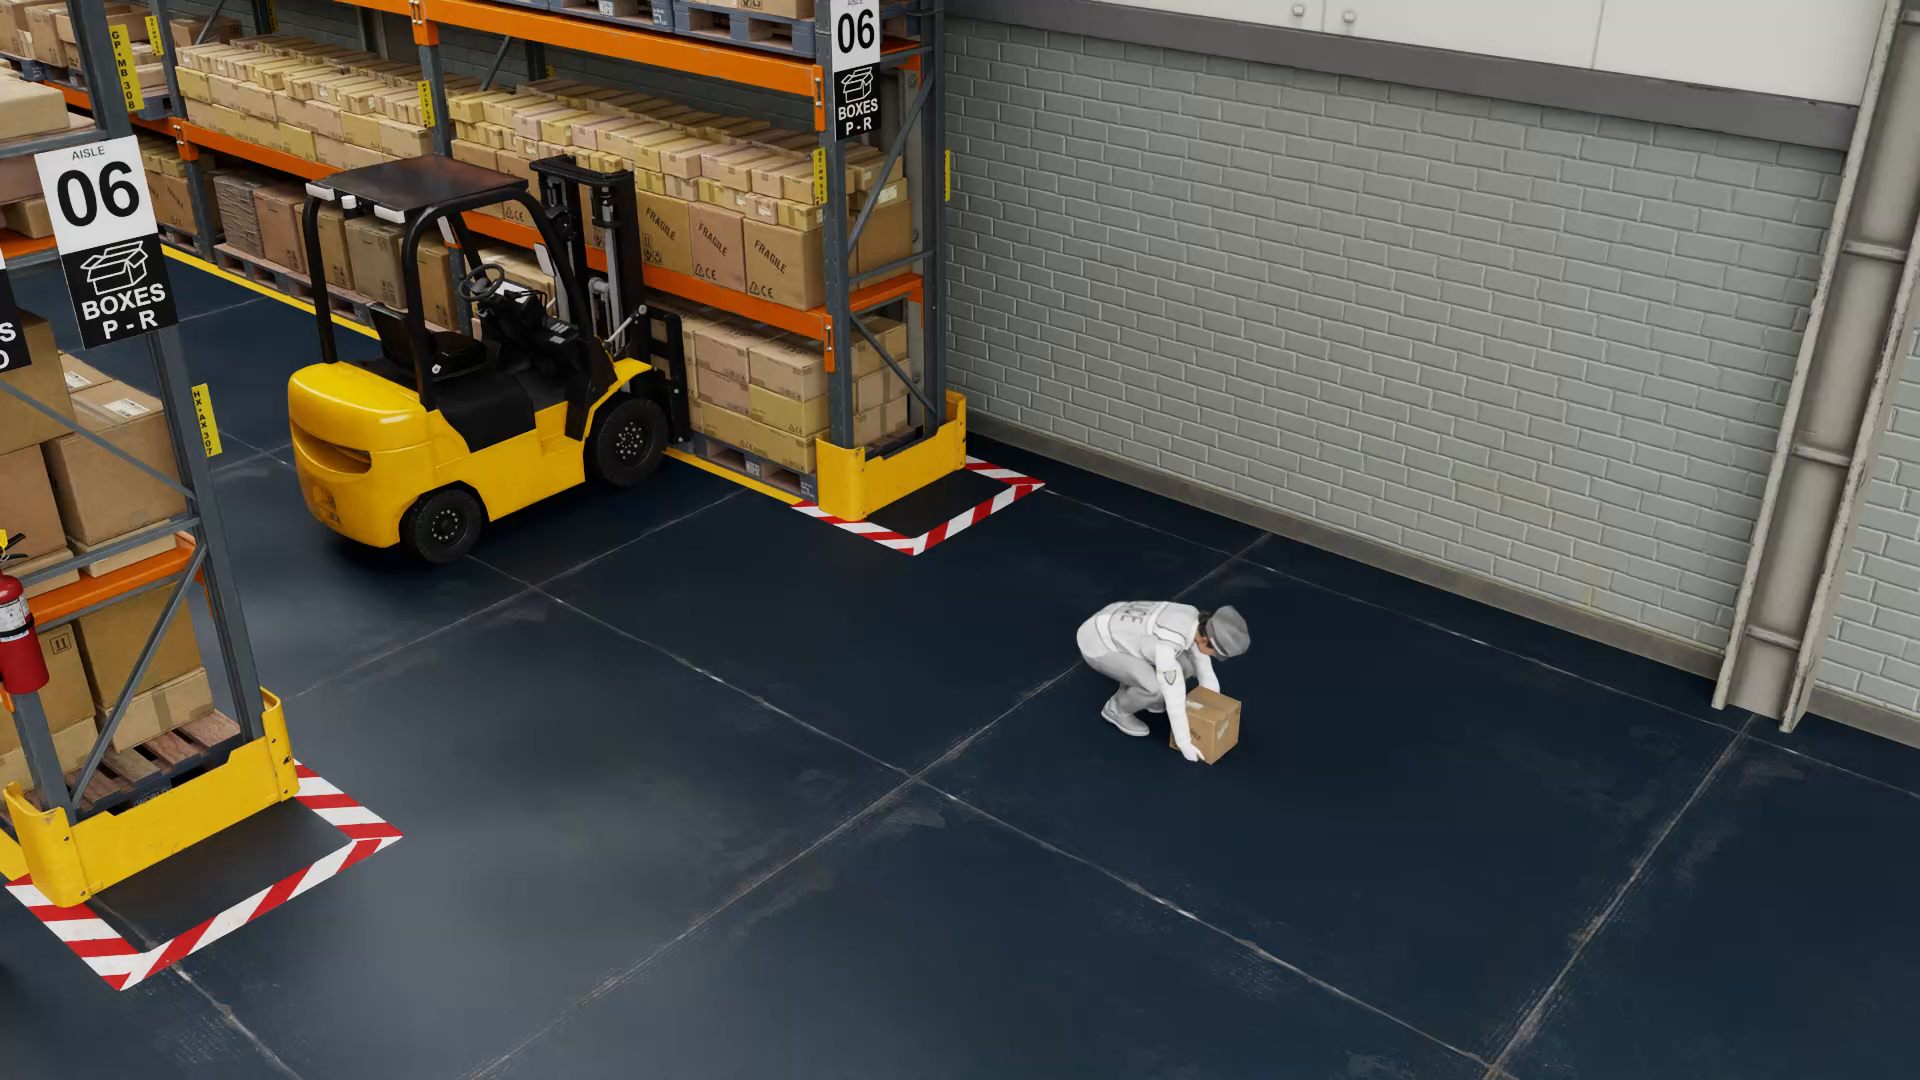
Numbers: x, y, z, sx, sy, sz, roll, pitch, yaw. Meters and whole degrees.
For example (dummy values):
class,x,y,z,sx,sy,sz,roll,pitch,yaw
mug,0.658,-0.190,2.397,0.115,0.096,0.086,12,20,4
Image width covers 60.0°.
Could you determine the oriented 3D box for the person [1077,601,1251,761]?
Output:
class,x,y,z,sx,sy,sz,roll,pitch,yaw
person,1.021,0.635,8.426,0.894,0.838,0.460,20,34,34
